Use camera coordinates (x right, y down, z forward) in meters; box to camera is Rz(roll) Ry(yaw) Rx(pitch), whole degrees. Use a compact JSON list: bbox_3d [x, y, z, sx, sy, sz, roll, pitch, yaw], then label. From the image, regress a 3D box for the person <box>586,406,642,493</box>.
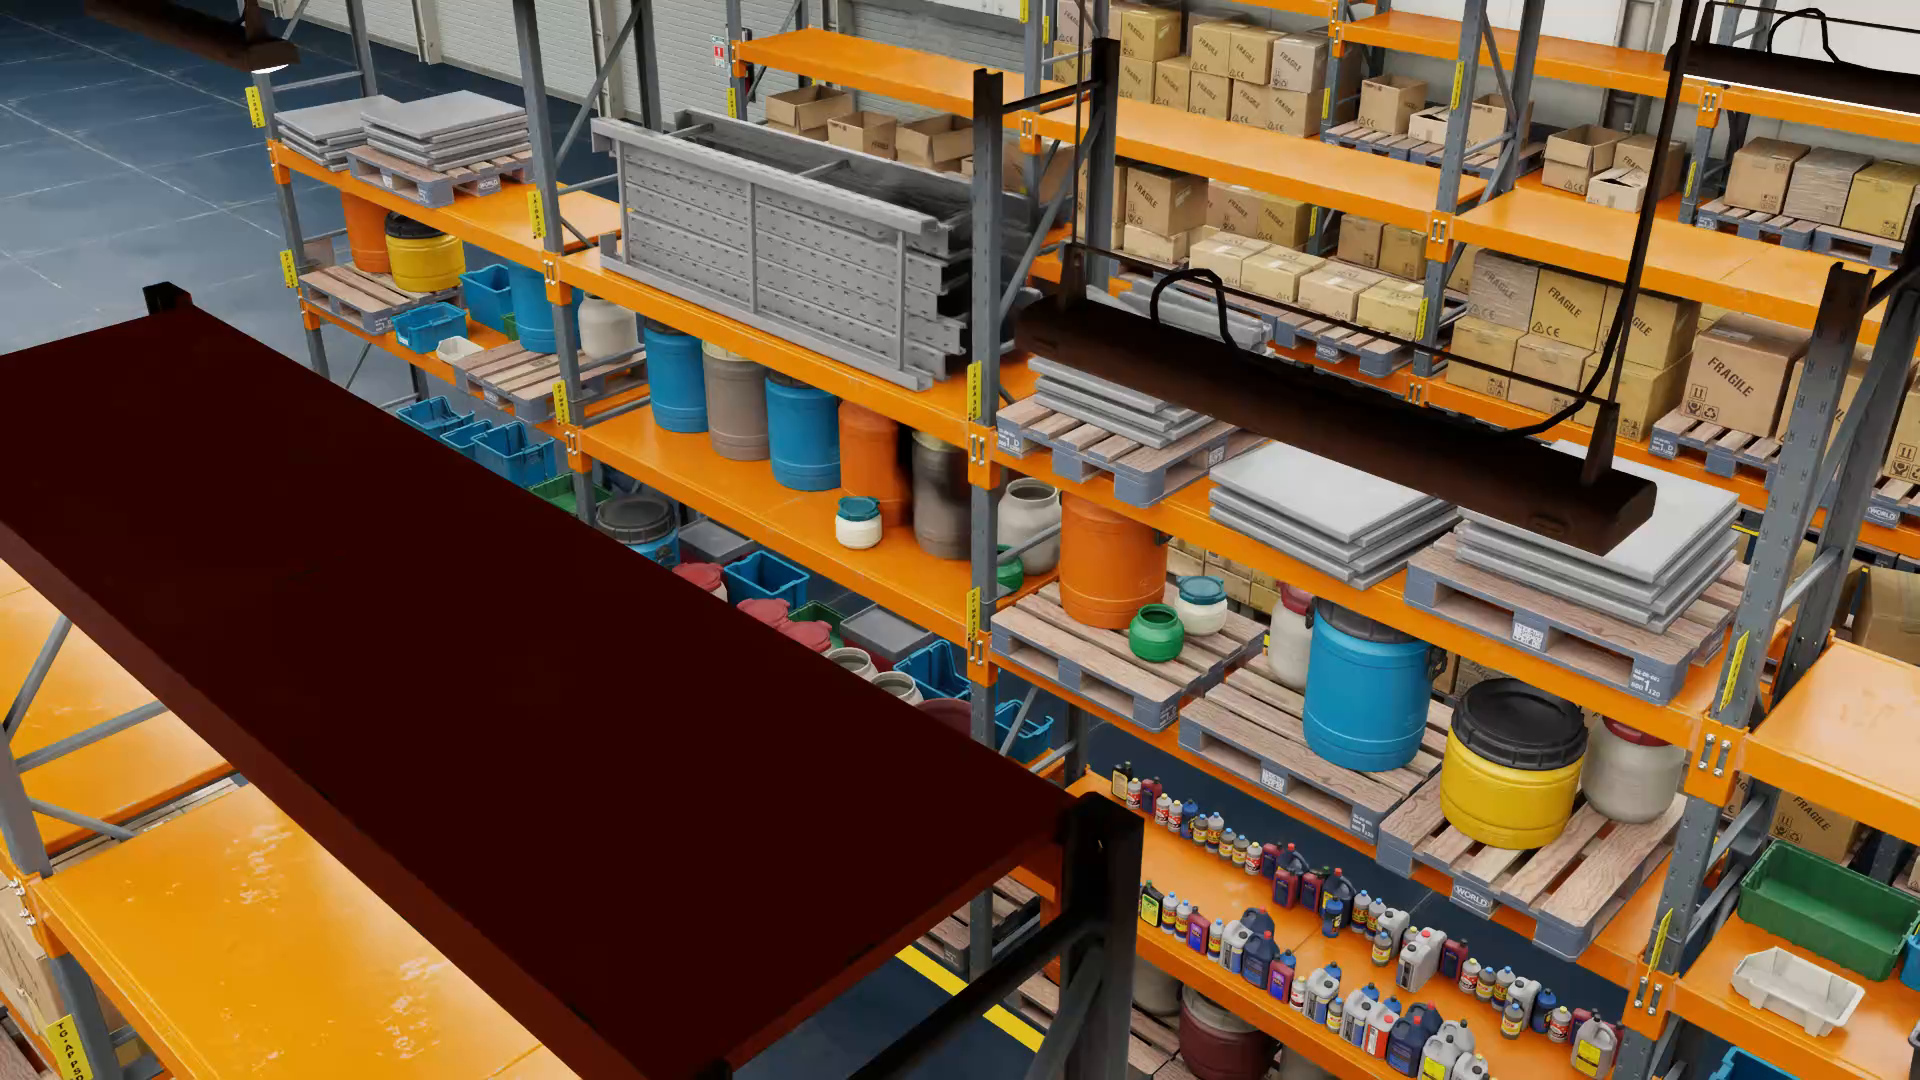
[{"bbox_3d":[-3.405,-0.966,16.292,0.885,1.589,0.549,17,34,28],"label":"person"}]
